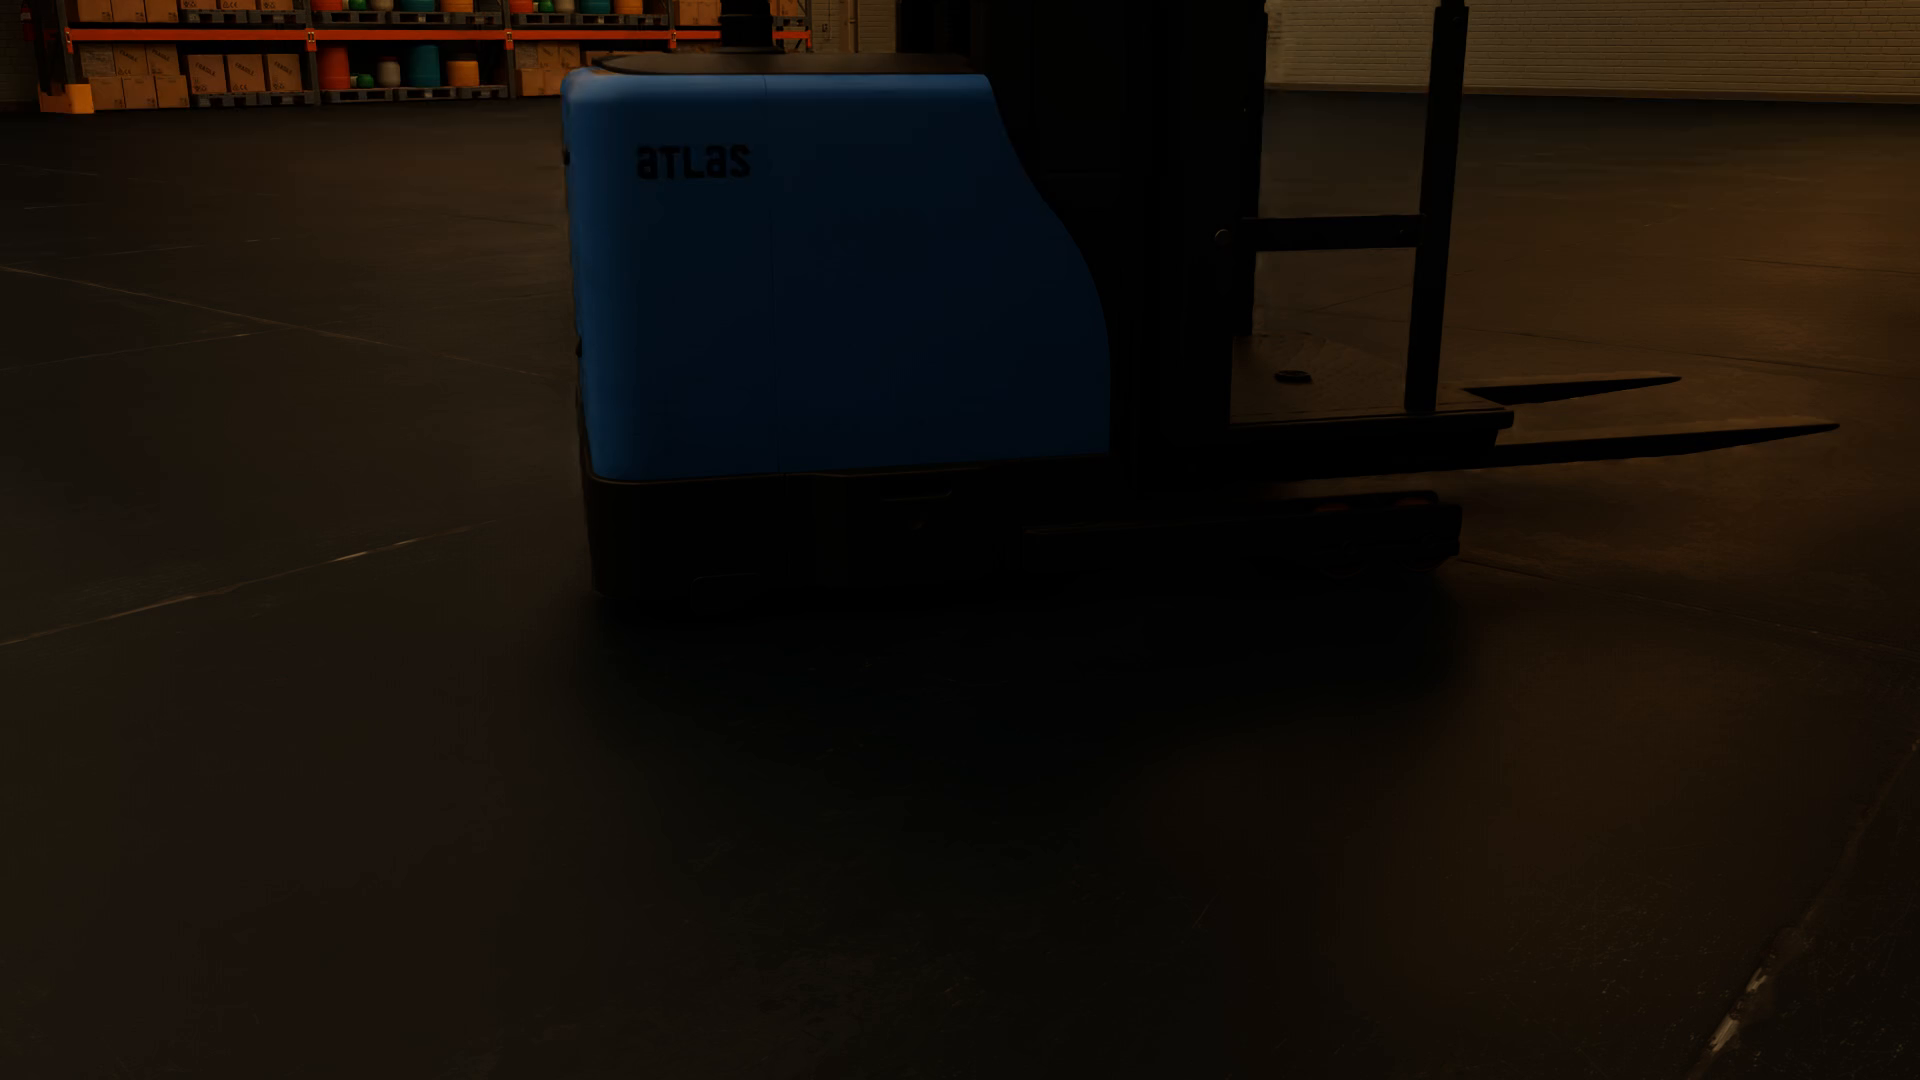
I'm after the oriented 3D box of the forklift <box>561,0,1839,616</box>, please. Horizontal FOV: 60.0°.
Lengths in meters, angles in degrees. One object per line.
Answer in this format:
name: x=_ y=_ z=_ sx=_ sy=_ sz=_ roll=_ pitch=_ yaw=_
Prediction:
forklift: x=0.628 y=-1.461 z=3.710 sx=3.031 sy=2.935 sz=1.130 roll=-4 pitch=17 yaw=-13
